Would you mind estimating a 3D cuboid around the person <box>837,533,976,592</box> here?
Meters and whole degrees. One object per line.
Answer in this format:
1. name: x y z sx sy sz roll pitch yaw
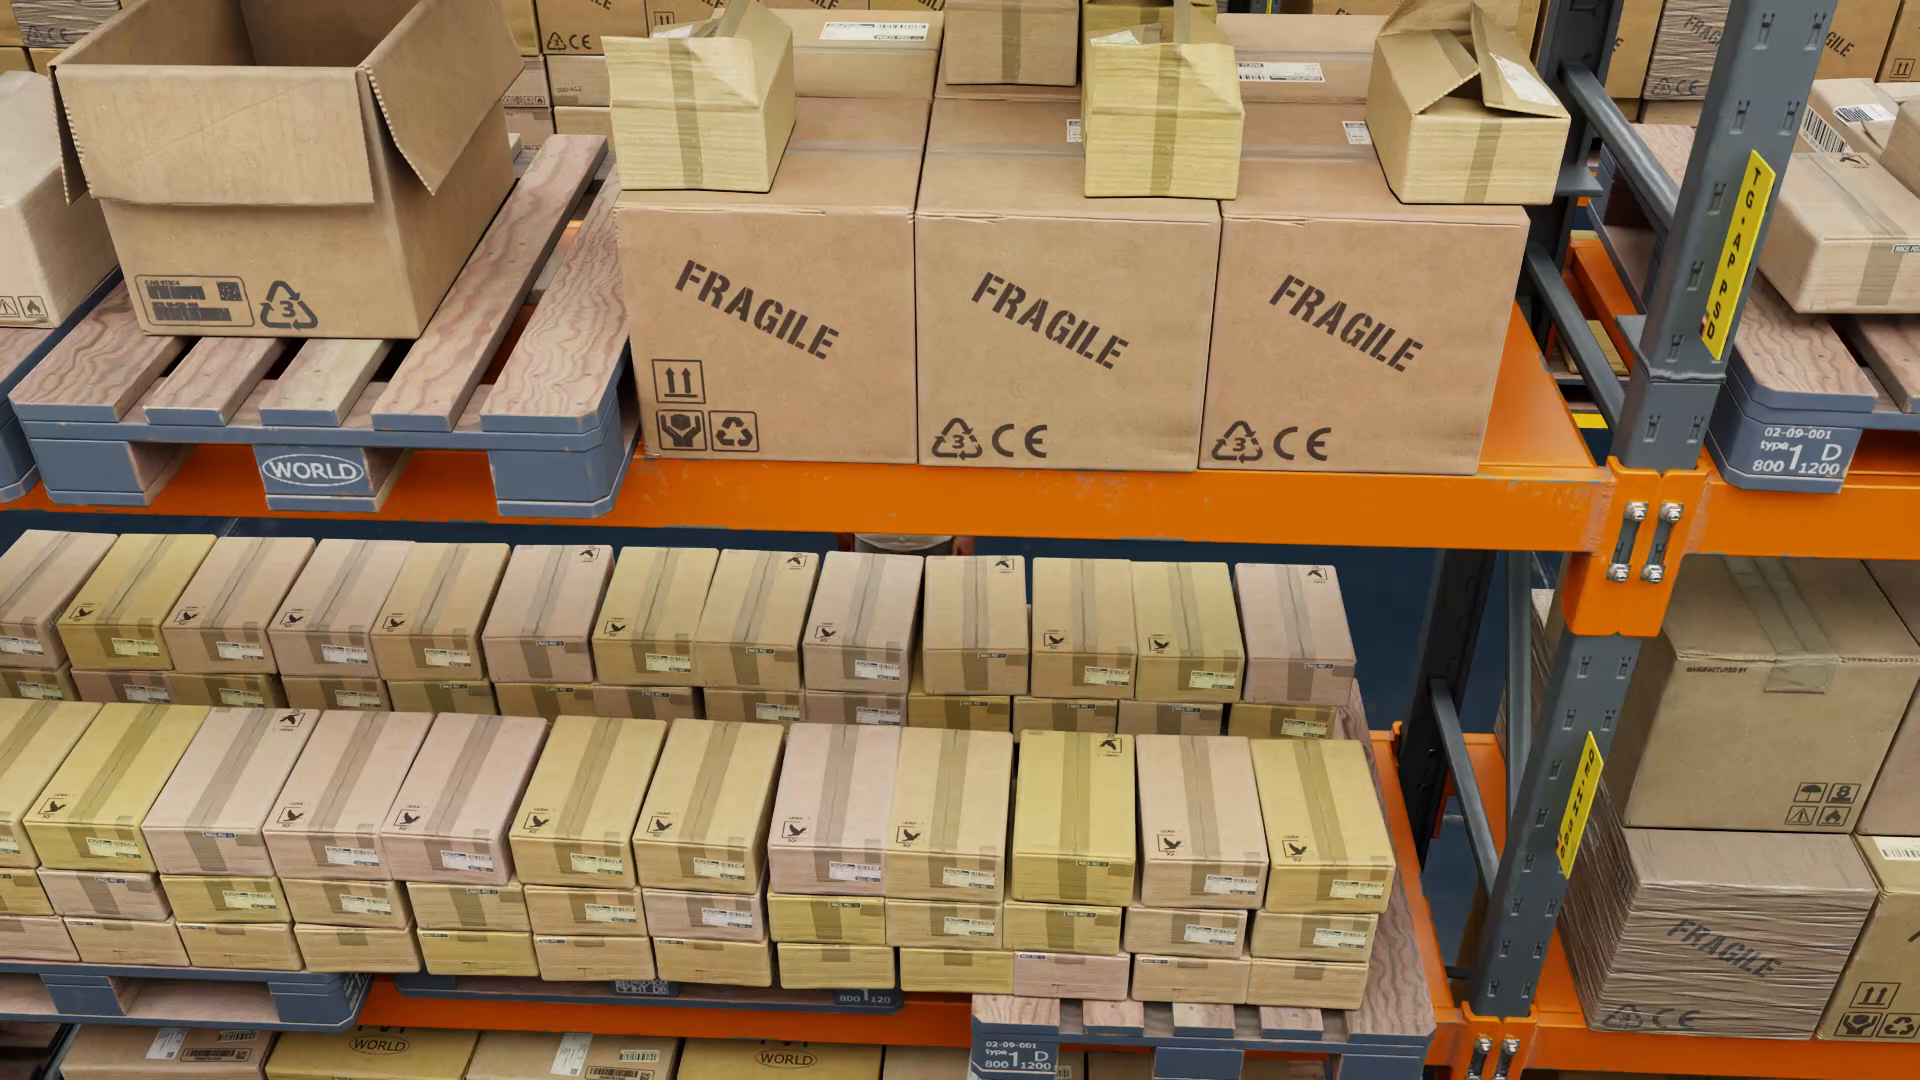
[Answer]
1. person: -0.209 -0.027 6.150 0.569 1.794 0.373 2 36 3
